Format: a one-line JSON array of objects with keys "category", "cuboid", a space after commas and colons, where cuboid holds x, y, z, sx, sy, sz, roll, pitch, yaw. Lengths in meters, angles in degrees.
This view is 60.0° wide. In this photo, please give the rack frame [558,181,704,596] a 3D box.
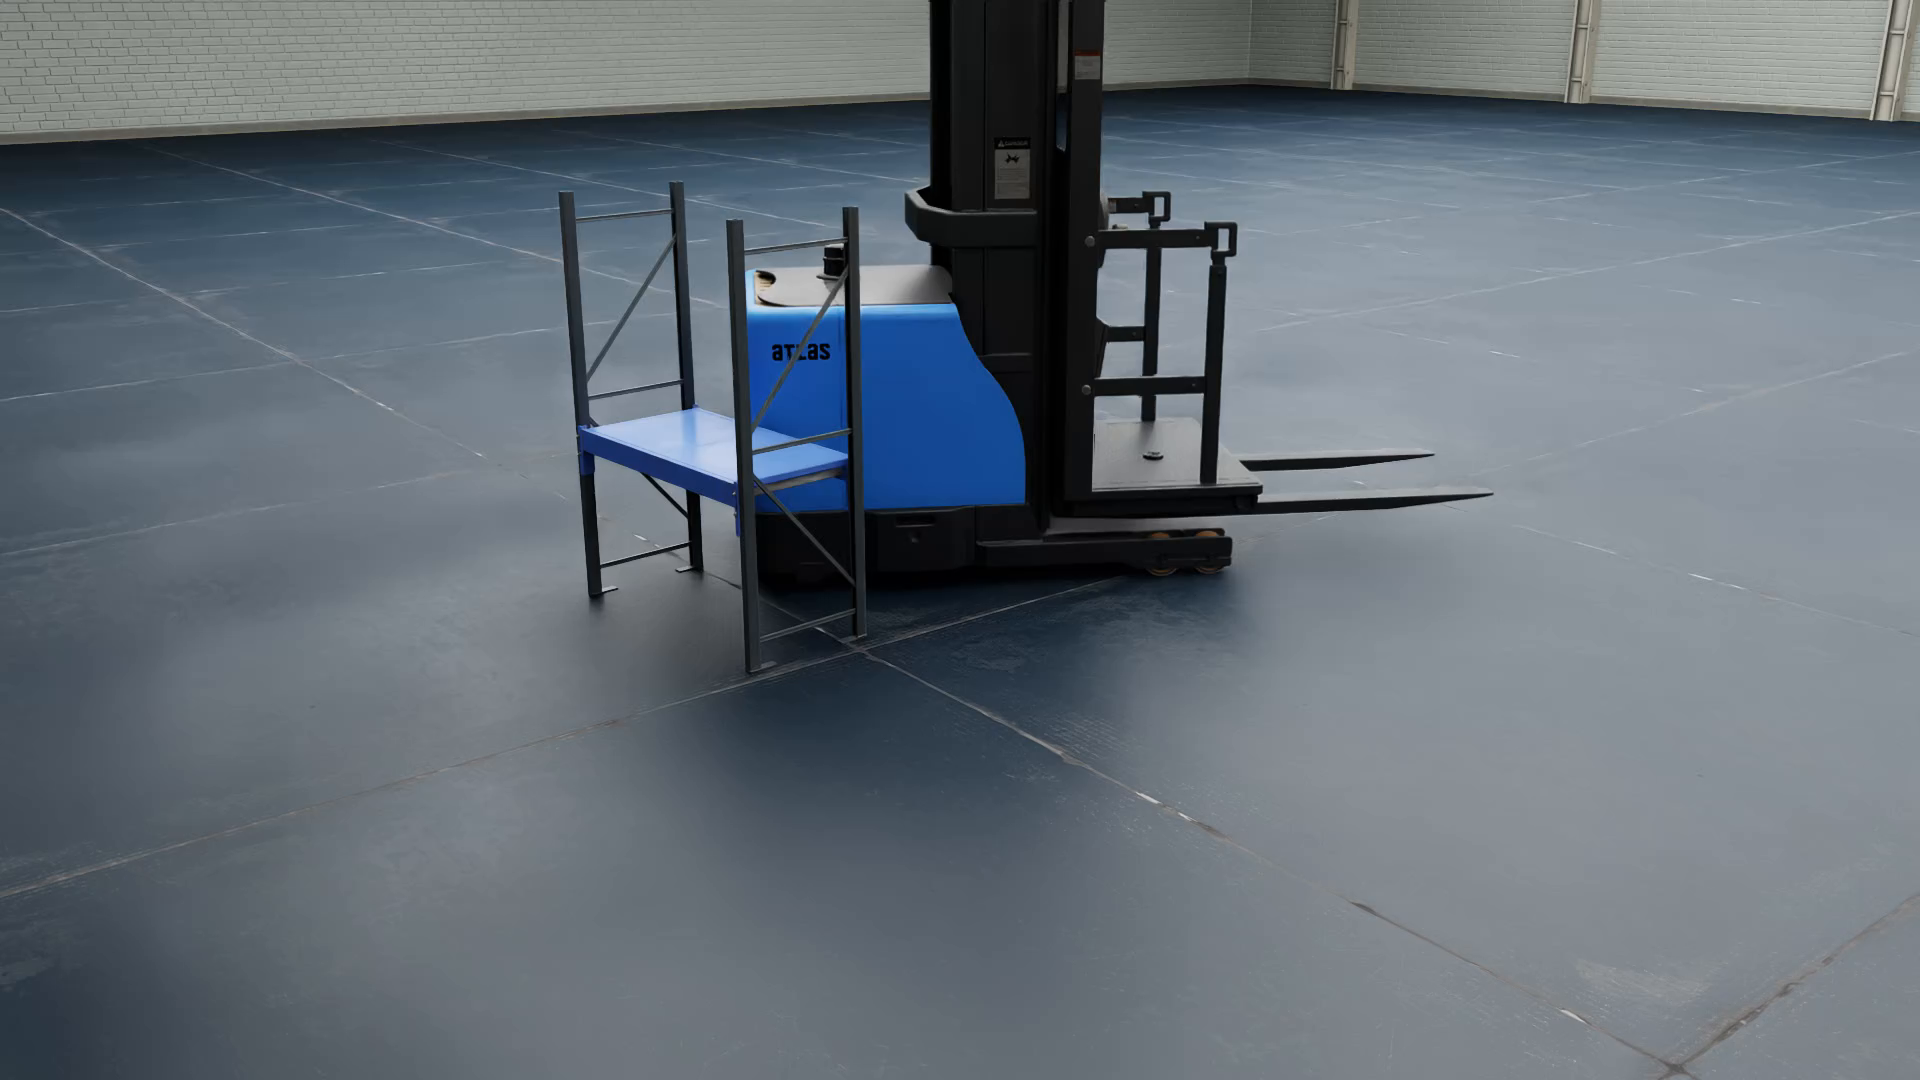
[{"category": "rack frame", "cuboid": [-1.210, -0.556, 6.198, 0.500, 1.500, 0.032, -16, 24, -40]}]

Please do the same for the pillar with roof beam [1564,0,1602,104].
[{"category": "pillar with roof beam", "cuboid": [9.064, -12.247, 29.575, 9.100, 9.000, 0.400, -14, 23, -36]}]

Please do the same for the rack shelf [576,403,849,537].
[{"category": "rack shelf", "cuboid": [-0.867, -0.268, 5.899, 0.538, 0.185, 1.000, -16, 24, -40]}]

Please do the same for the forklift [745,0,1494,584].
[{"category": "forklift", "cuboid": [0.632, -1.413, 6.508, 3.031, 2.935, 1.130, -2, 18, -7]}]

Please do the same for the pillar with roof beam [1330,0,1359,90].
[{"category": "pillar with roof beam", "cuboid": [5.338, -13.726, 34.040, 9.100, 9.000, 0.400, -14, 23, -36]}]

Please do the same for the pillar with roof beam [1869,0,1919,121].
[{"category": "pillar with roof beam", "cuboid": [12.789, -10.769, 25.110, 9.100, 9.000, 0.400, -14, 23, -36]}]

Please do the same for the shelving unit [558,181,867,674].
[{"category": "shelving unit", "cuboid": [-0.867, -0.438, 5.842, 0.538, 1.500, 1.048, -16, 24, -40]}]

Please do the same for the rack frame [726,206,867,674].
[{"category": "rack frame", "cuboid": [-0.524, -0.321, 5.486, 0.500, 1.500, 0.032, -16, 24, -40]}]
